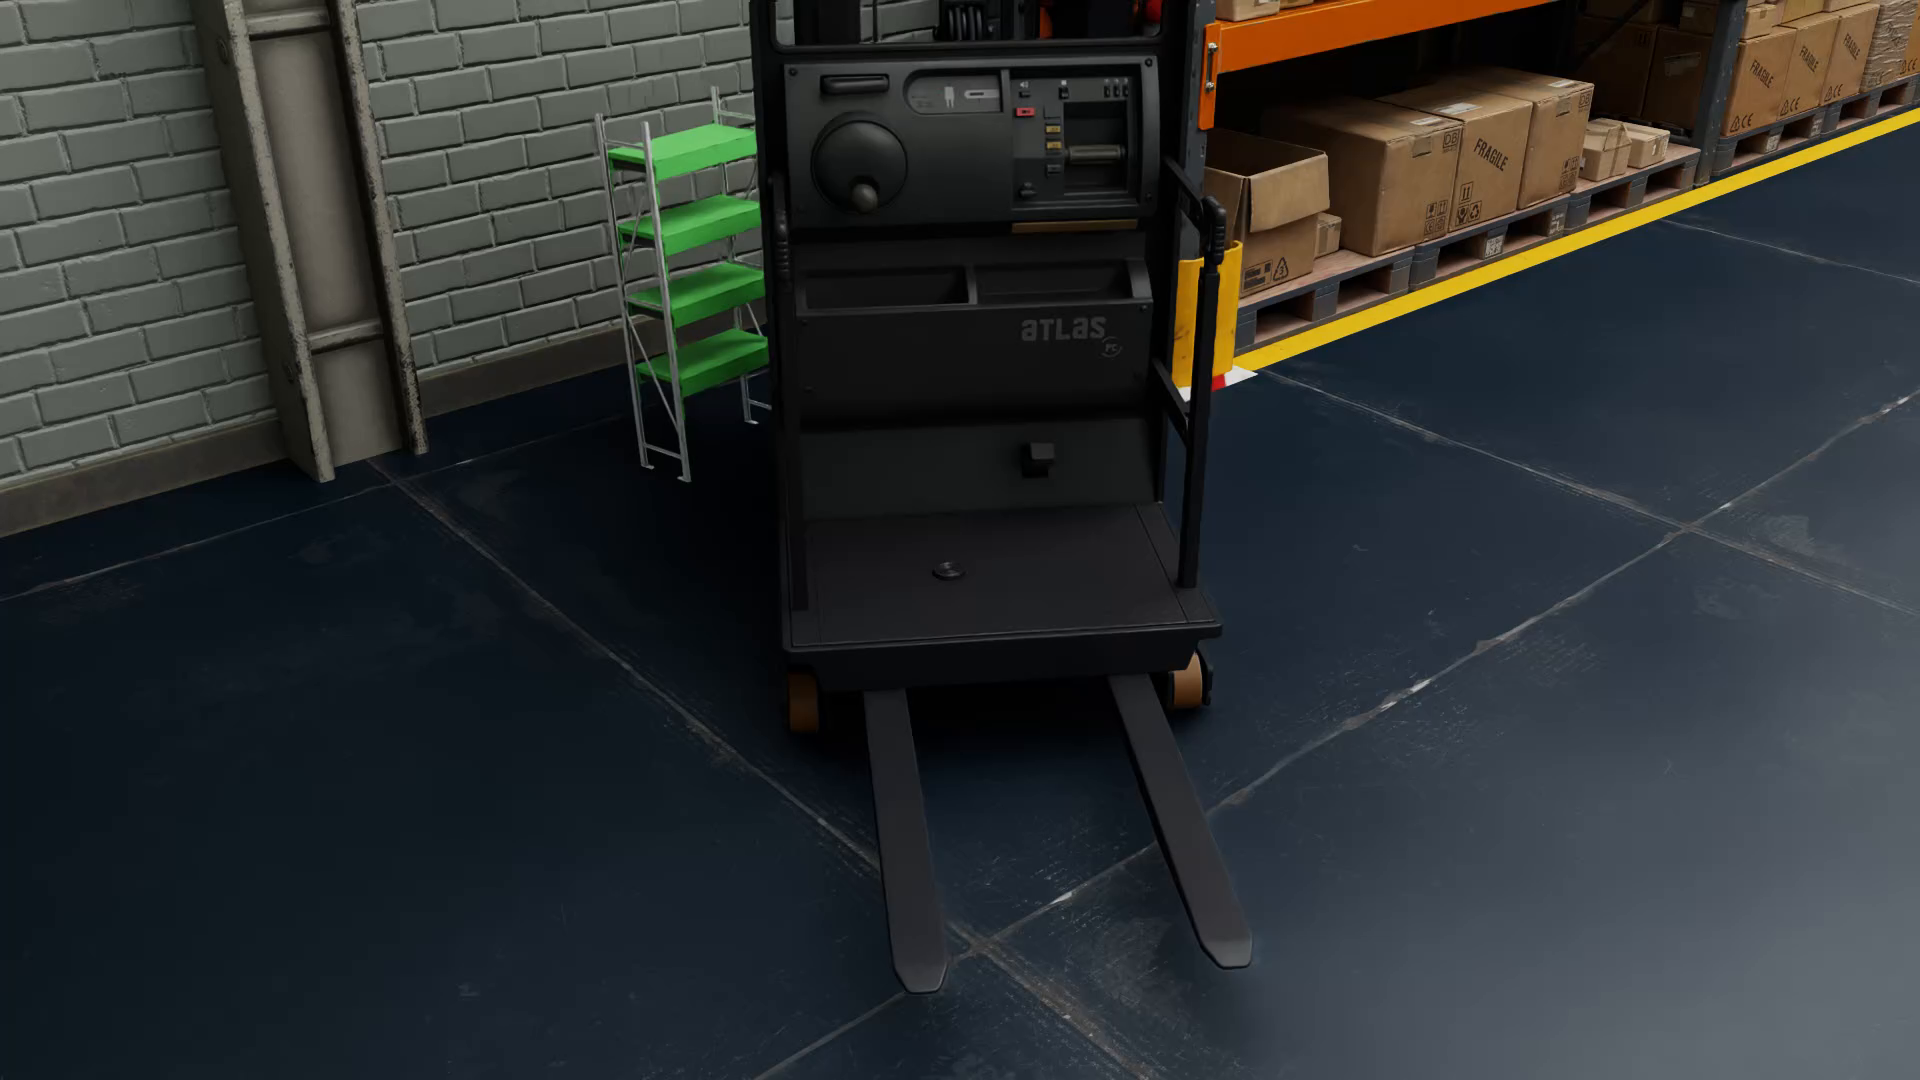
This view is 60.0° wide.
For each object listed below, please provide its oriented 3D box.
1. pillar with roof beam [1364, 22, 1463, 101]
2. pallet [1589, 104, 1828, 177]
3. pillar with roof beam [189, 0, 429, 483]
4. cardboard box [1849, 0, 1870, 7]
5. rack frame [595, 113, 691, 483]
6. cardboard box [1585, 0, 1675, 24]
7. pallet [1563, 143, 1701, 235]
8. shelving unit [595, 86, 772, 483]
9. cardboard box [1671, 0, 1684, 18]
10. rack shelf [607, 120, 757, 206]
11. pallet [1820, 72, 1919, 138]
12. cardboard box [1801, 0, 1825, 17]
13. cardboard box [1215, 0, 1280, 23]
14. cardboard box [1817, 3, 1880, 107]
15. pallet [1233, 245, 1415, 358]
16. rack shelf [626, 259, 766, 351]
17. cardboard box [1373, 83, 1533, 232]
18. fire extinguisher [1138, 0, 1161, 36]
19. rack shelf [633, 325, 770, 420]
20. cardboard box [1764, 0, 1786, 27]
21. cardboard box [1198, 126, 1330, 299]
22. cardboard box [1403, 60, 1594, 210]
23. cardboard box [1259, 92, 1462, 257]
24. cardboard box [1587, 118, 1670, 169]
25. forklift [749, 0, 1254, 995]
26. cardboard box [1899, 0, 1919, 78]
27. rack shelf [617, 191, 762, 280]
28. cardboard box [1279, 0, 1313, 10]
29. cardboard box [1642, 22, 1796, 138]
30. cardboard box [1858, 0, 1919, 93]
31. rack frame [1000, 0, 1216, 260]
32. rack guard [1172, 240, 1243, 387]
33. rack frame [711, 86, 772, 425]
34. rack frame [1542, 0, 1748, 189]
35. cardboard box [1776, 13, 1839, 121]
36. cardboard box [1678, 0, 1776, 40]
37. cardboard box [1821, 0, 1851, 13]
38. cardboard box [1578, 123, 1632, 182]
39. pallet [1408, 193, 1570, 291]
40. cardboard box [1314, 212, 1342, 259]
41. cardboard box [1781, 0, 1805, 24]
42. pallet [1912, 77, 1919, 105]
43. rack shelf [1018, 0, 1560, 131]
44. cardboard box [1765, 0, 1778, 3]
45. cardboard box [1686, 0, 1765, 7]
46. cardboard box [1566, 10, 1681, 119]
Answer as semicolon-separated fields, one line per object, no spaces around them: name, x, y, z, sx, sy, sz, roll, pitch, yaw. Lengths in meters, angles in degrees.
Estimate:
pillar with roof beam;5.249;-4.567;4.249;0.400;9.000;9.100;-22;35;-35
pallet;4.164;-2.387;9.493;1.213;0.211;1.003;-22;35;-35
pillar with roof beam;0.685;-2.732;0.814;0.400;9.000;9.100;-22;35;-35
cardboard box;4.968;-3.160;9.498;0.250;0.149;0.380;-20;34;-33
rack frame;-1.023;-0.763;5.392;0.240;1.200;0.015;19;33;36
cardboard box;3.663;-2.939;9.086;0.250;0.149;0.380;-24;36;-37
pallet;3.047;-1.915;8.610;1.213;0.211;1.003;-22;35;-35
shelving unit;-0.866;-0.852;5.557;0.258;1.200;0.503;19;33;36
cardboard box;3.859;-3.022;9.241;0.250;0.149;0.380;-22;35;-35
rack shelf;-0.882;-1.224;5.373;0.258;0.148;0.480;19;33;36
pallet;5.093;-2.762;10.195;1.213;0.211;1.003;-22;35;-35
cardboard box;4.563;-3.022;9.240;0.250;0.149;0.380;-23;35;-36
cardboard box;0.955;-2.022;6.118;0.250;0.149;0.380;-22;35;-35
cardboard box;4.865;-2.822;9.555;0.500;0.500;0.500;-23;36;-36
pallet;1.190;-1.169;7.213;1.213;0.211;1.003;-22;35;-35
rack shelf;-0.864;-0.794;5.585;0.258;0.148;0.480;19;33;36
cardboard box;2.196;-1.740;7.531;0.500;0.500;0.500;-21;35;-34
fire extinguisher;0.715;-1.722;5.767;0.183;0.674;0.296;-22;35;-35
rack shelf;-0.855;-0.579;5.692;0.258;0.148;0.480;19;33;36
cardboard box;4.176;-2.850;8.919;0.250;0.149;0.380;-23;36;-36
cardboard box;1.054;-1.368;6.831;0.637;0.503;0.797;-24;36;-37
cardboard box;2.519;-1.932;7.889;0.500;0.500;0.700;-23;36;-37
cardboard box;1.729;-1.614;7.295;0.500;0.500;0.700;-20;34;-33
cardboard box;3.337;-2.007;8.402;0.250;0.149;0.380;-23;36;-36
forklift;0.061;-0.961;3.938;1.130;2.935;3.031;-3;28;-6
cardboard box;5.647;-3.144;10.158;0.500;0.500;0.500;-20;34;-33
rack shelf;-0.873;-1.009;5.479;0.258;0.148;0.480;19;33;36
cardboard box;1.118;-2.117;6.295;0.250;0.149;0.380;-21;35;-34
cardboard box;4.084;-2.505;8.961;0.500;0.500;0.500;-20;34;-33
cardboard box;5.264;-2.979;9.848;0.500;0.500;0.500;-23;36;-37
rack frame;0.527;-2.131;6.055;0.127;3.000;1.000;-22;35;-35
rack guard;0.585;-1.052;6.688;0.348;0.500;1.175;-22;35;-35
rack frame;-0.710;-0.940;5.722;0.240;1.200;0.015;19;33;36
rack frame;3.570;-3.355;8.345;0.127;3.000;1.000;-22;35;-35
cardboard box;4.482;-2.671;9.272;0.500;0.500;0.500;-22;35;-36
cardboard box;4.015;-2.738;8.709;0.250;0.149;0.380;-20;34;-33
cardboard box;4.778;-3.085;9.358;0.250;0.149;0.380;-22;35;-35
cardboard box;3.065;-1.949;8.170;0.258;0.266;0.396;-20;34;-33
pallet;2.118;-1.540;7.908;1.213;0.211;1.003;-22;35;-35
cardboard box;1.402;-1.328;7.132;0.250;0.149;0.380;-24;36;-37
cardboard box;4.364;-2.933;9.074;0.250;0.149;0.380;-24;36;-37
pallet;6.020;-3.134;10.890;1.213;0.211;1.003;-22;35;-35
rack shelf;2.048;-2.426;7.370;4.000;0.370;1.077;-22;35;-35
cardboard box;4.182;-2.966;8.820;0.250;0.149;0.380;-24;36;-37
cardboard box;3.976;-2.891;8.680;0.250;0.149;0.380;-23;35;-36
cardboard box;3.751;-2.694;9.315;0.500;0.500;0.500;-22;35;-35
